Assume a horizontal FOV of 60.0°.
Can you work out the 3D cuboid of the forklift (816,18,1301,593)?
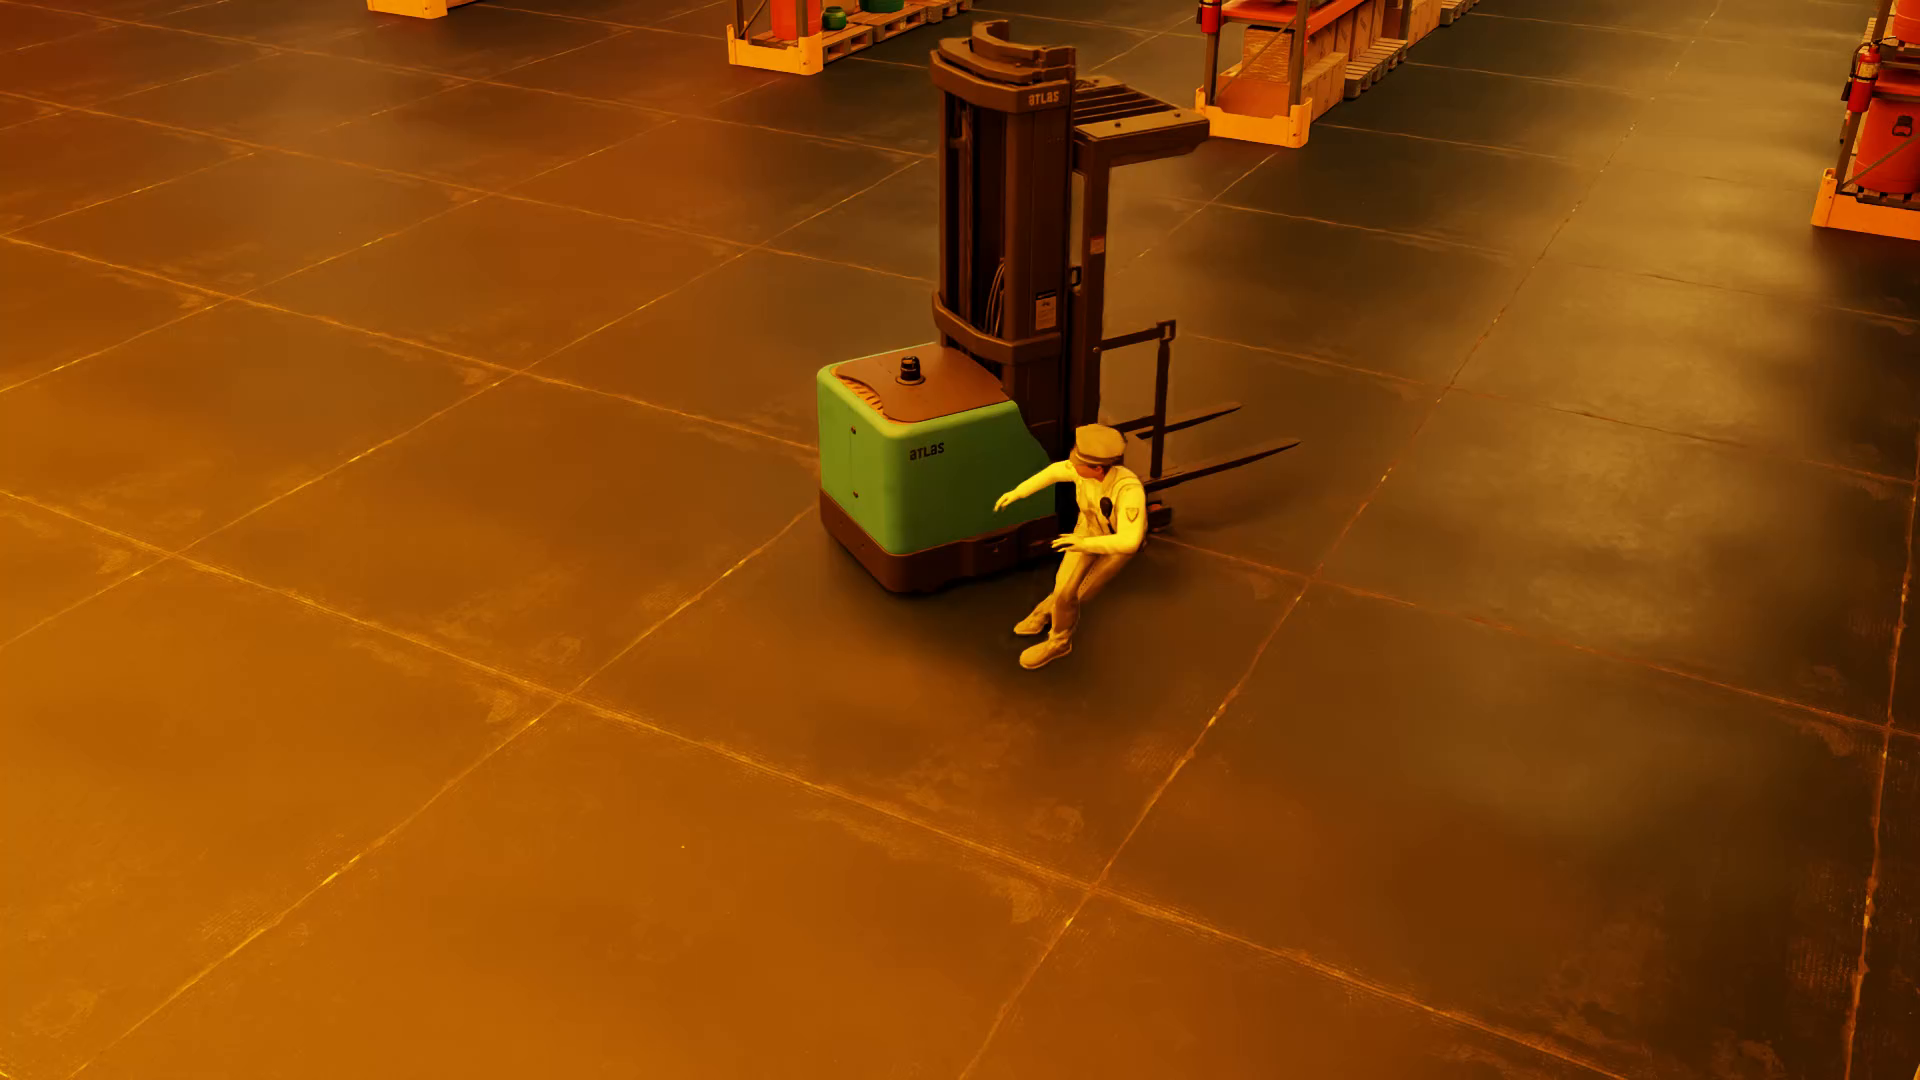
[{"bbox_3d":[0.698,-1.487,9.648,3.031,2.935,1.130,-15,33,-25],"label":"forklift"}]

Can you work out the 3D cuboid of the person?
[{"bbox_3d":[0.564,0.052,8.468,0.915,1.435,0.834,16,34,26],"label":"person"}]
